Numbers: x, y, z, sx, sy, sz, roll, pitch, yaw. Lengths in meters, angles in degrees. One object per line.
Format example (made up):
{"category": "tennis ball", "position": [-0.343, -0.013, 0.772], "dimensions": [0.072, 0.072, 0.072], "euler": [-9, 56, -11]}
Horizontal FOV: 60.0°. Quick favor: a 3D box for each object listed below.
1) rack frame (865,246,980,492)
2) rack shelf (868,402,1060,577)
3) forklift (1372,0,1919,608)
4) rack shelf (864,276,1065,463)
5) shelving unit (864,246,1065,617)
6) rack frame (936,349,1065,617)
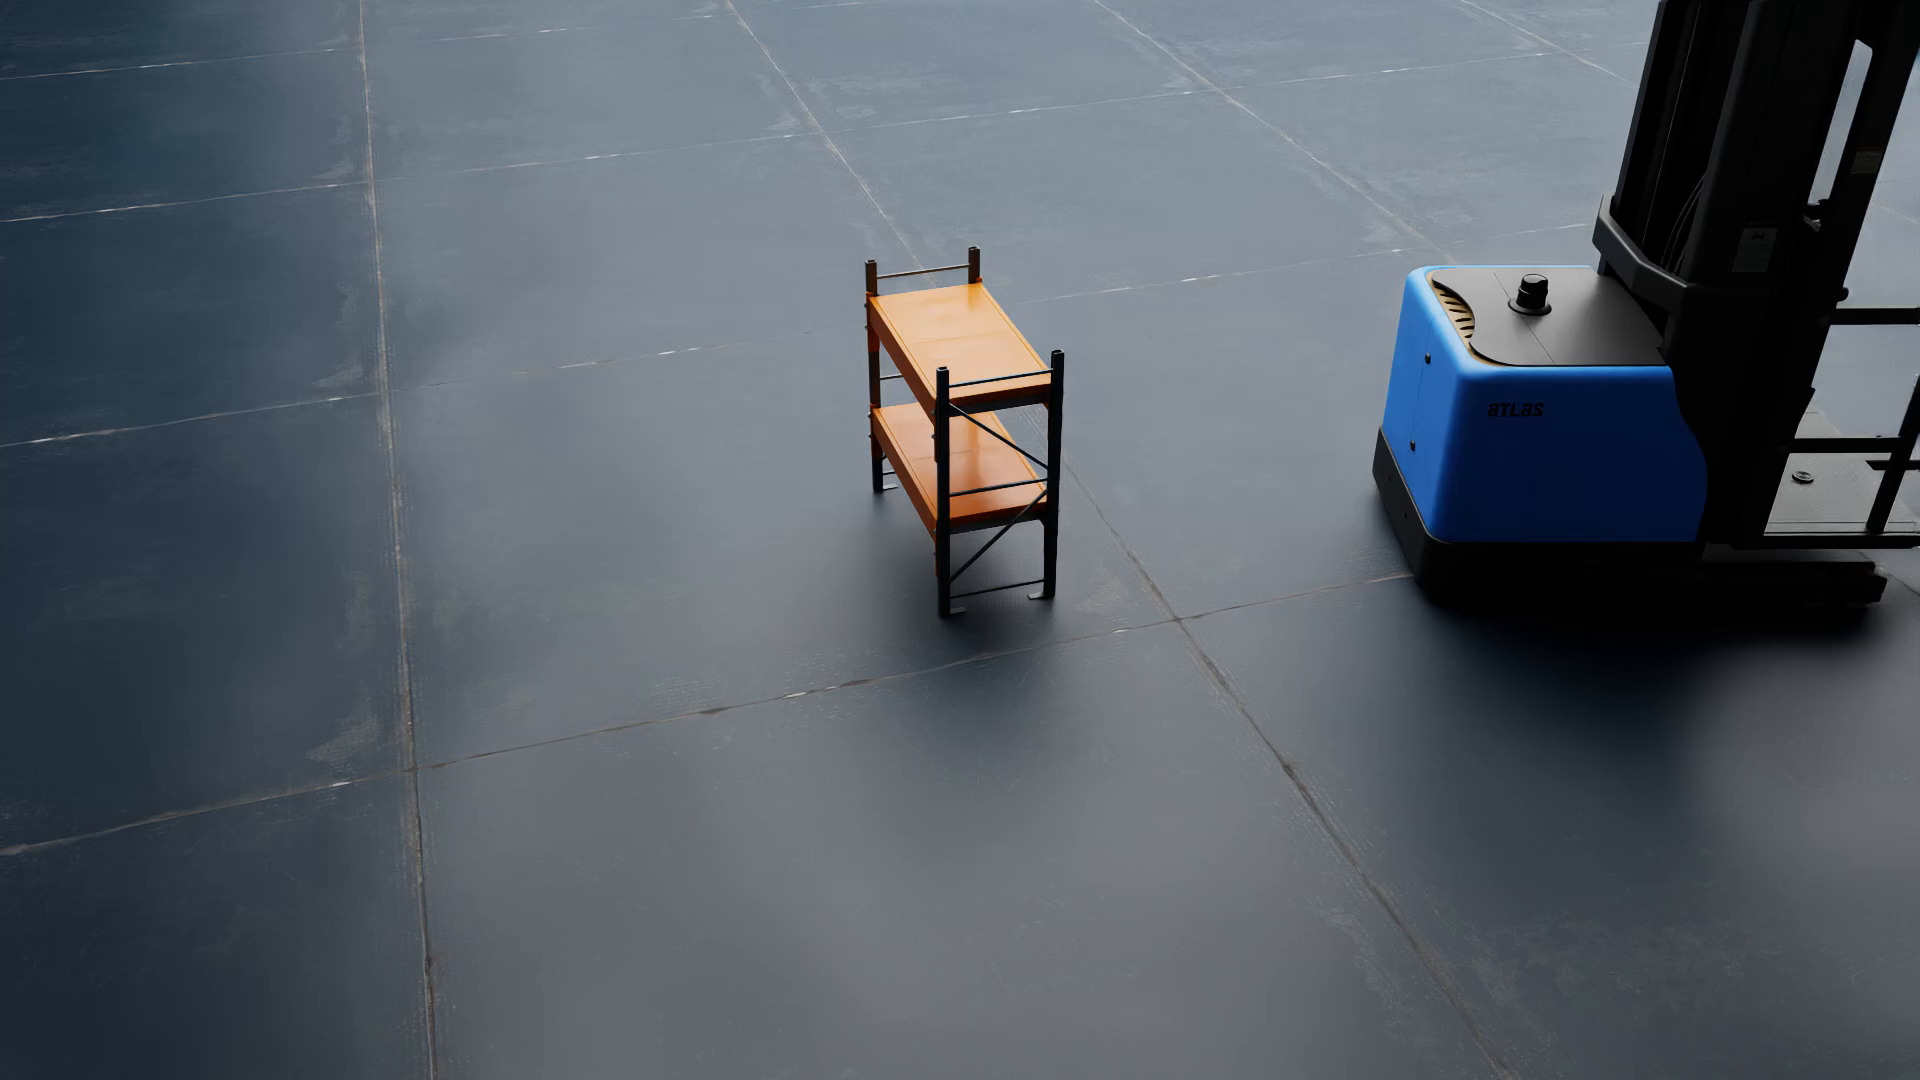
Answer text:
{"category": "rack frame", "position": [-0.157, -0.740, 7.349], "dimensions": [0.500, 1.125, 0.032], "euler": [-10, 35, -15]}
{"category": "rack shelf", "position": [-0.002, -0.269, 7.080], "dimensions": [0.538, 0.278, 1.000], "euler": [-10, 35, -15]}
{"category": "forklift", "position": [3.397, -1.239, 6.467], "dimensions": [3.031, 2.935, 1.130], "euler": [0, 33, 0]}
{"category": "rack shelf", "position": [-0.002, -0.717, 6.784], "dimensions": [0.538, 0.278, 1.000], "euler": [-10, 35, -15]}
{"category": "shelving unit", "position": [-0.002, -0.473, 6.945], "dimensions": [0.538, 1.125, 1.048], "euler": [-10, 35, -15]}
{"category": "rack frame", "position": [0.153, -0.206, 6.541], "dimensions": [0.500, 1.125, 0.032], "euler": [-10, 35, -15]}
